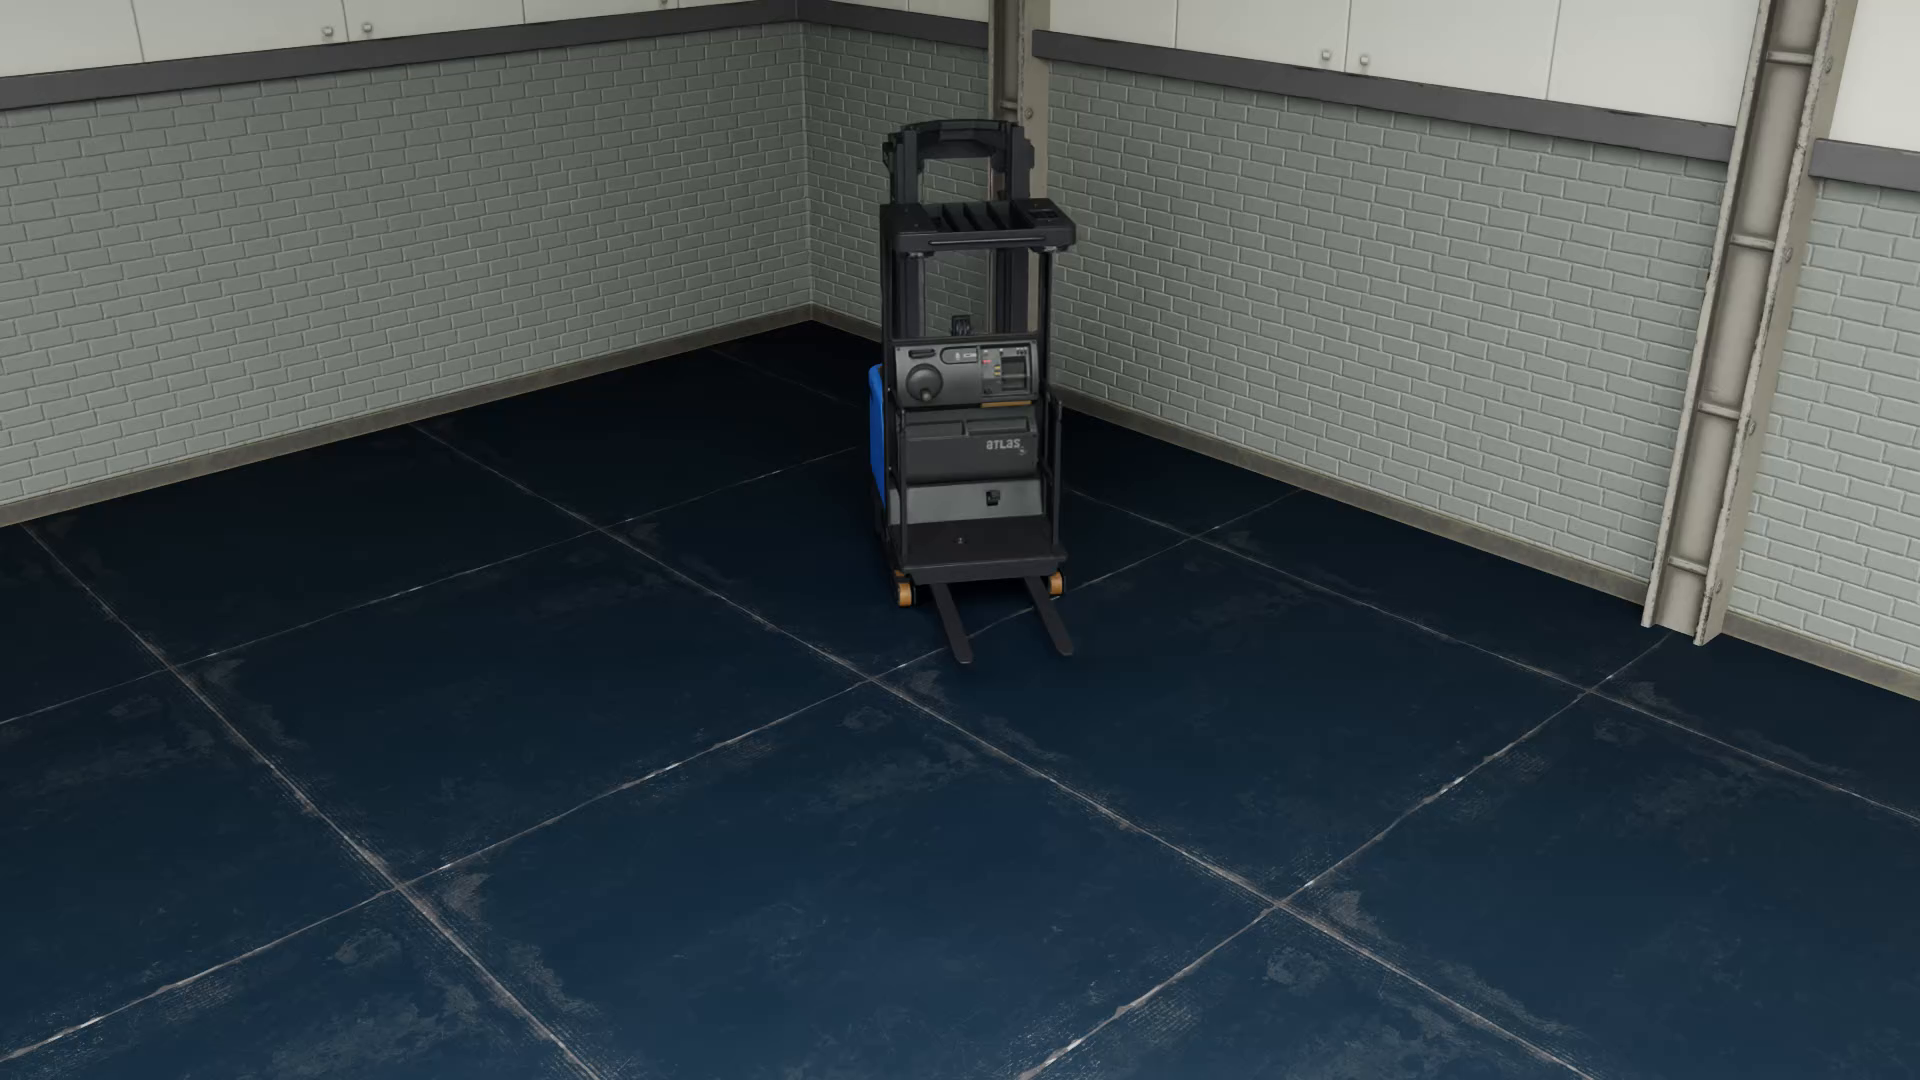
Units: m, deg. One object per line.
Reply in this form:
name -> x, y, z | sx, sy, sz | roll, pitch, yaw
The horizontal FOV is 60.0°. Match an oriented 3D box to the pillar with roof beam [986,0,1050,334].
pillar with roof beam -> -2.673, -4.136, 9.973 | 9.100, 9.000, 0.400 | -21, 32, -38

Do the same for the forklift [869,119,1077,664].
forklift -> 0.084, -1.059, 10.540 | 1.130, 2.935, 3.031 | -4, 25, -9

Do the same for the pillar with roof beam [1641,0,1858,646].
pillar with roof beam -> 1.428, -2.318, 5.989 | 9.100, 9.000, 0.400 | -21, 32, -38
